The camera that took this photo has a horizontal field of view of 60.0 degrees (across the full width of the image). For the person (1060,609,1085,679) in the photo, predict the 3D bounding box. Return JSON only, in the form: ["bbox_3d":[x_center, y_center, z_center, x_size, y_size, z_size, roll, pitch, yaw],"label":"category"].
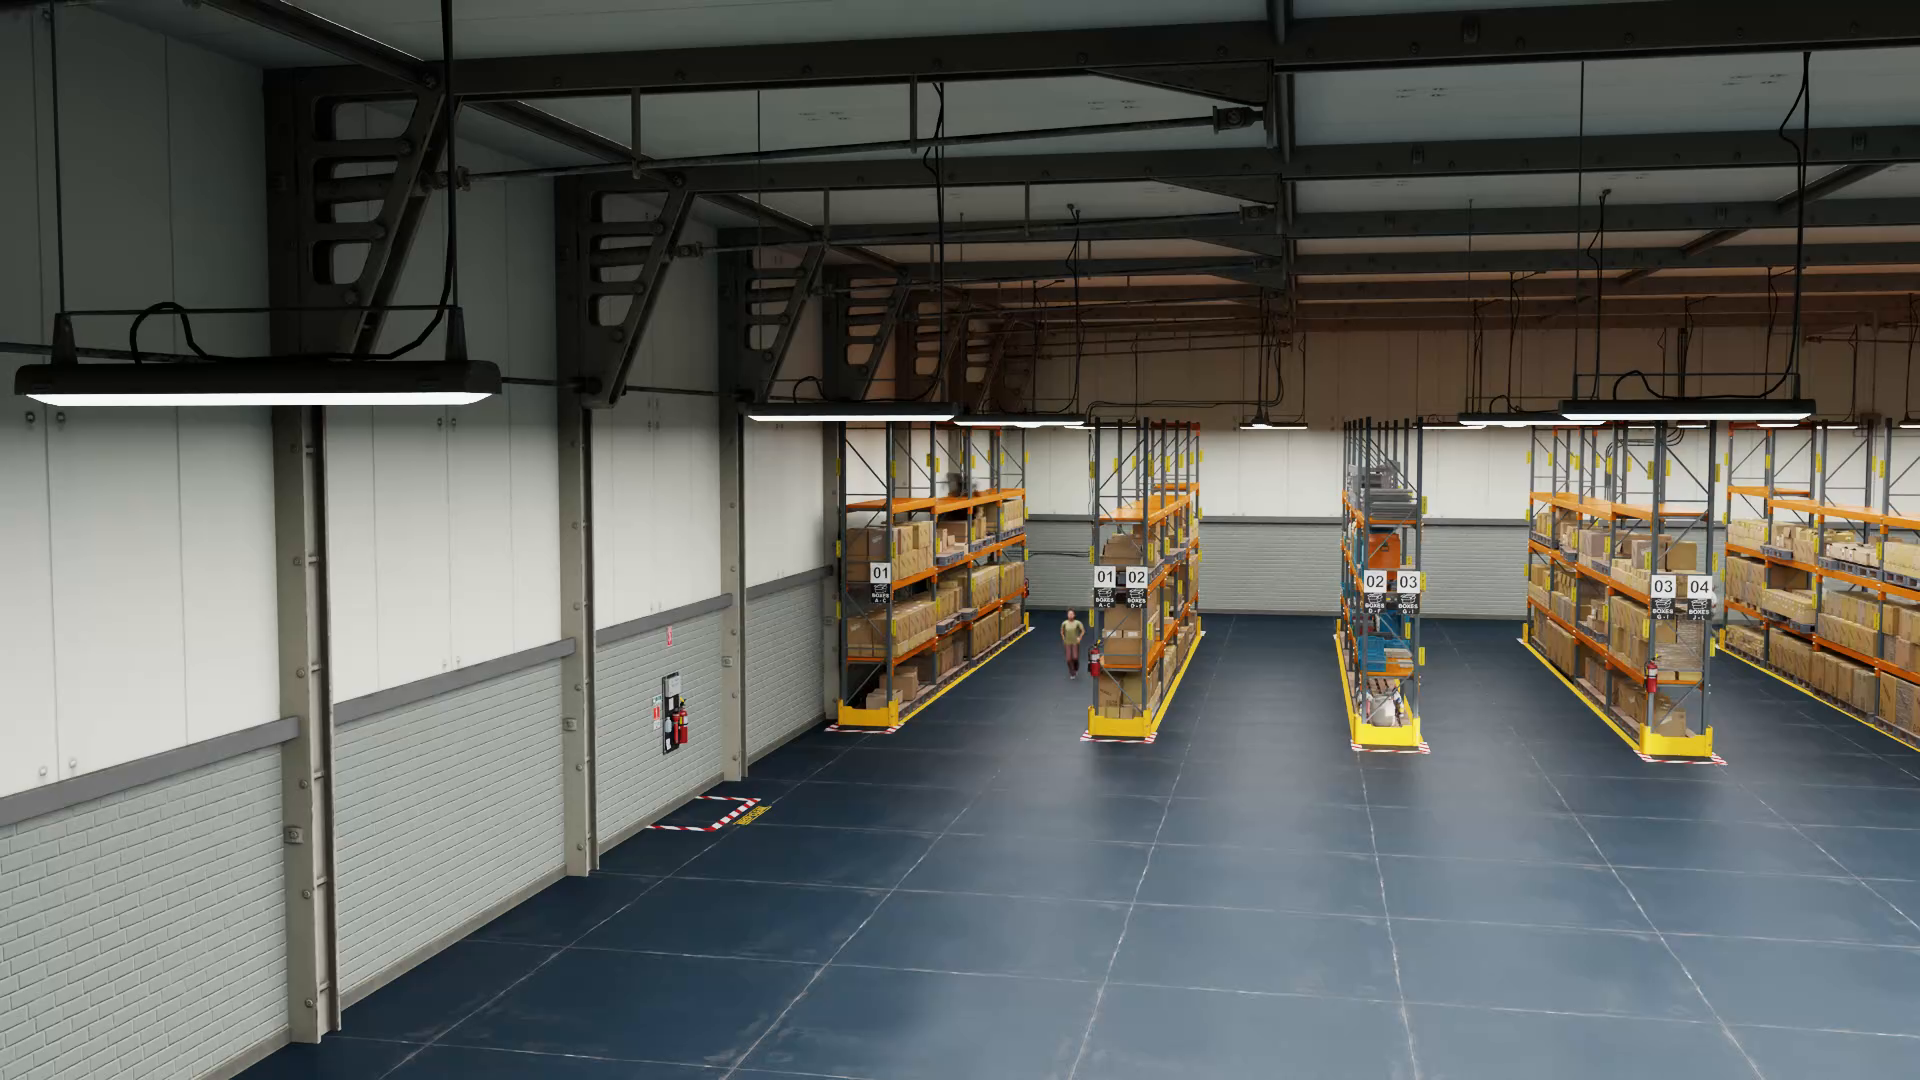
[{"bbox_3d":[2.577,2.411,38.372,0.556,1.626,0.520,1,4,13],"label":"person"}]

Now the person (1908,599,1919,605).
[{"bbox_3d":[25.606,1.973,44.467,0.930,1.768,0.728,1,4,17],"label":"person"}]

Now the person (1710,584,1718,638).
[{"bbox_3d":[20.387,1.975,45.284,0.695,1.660,0.647,0,4,-1],"label":"person"}]
